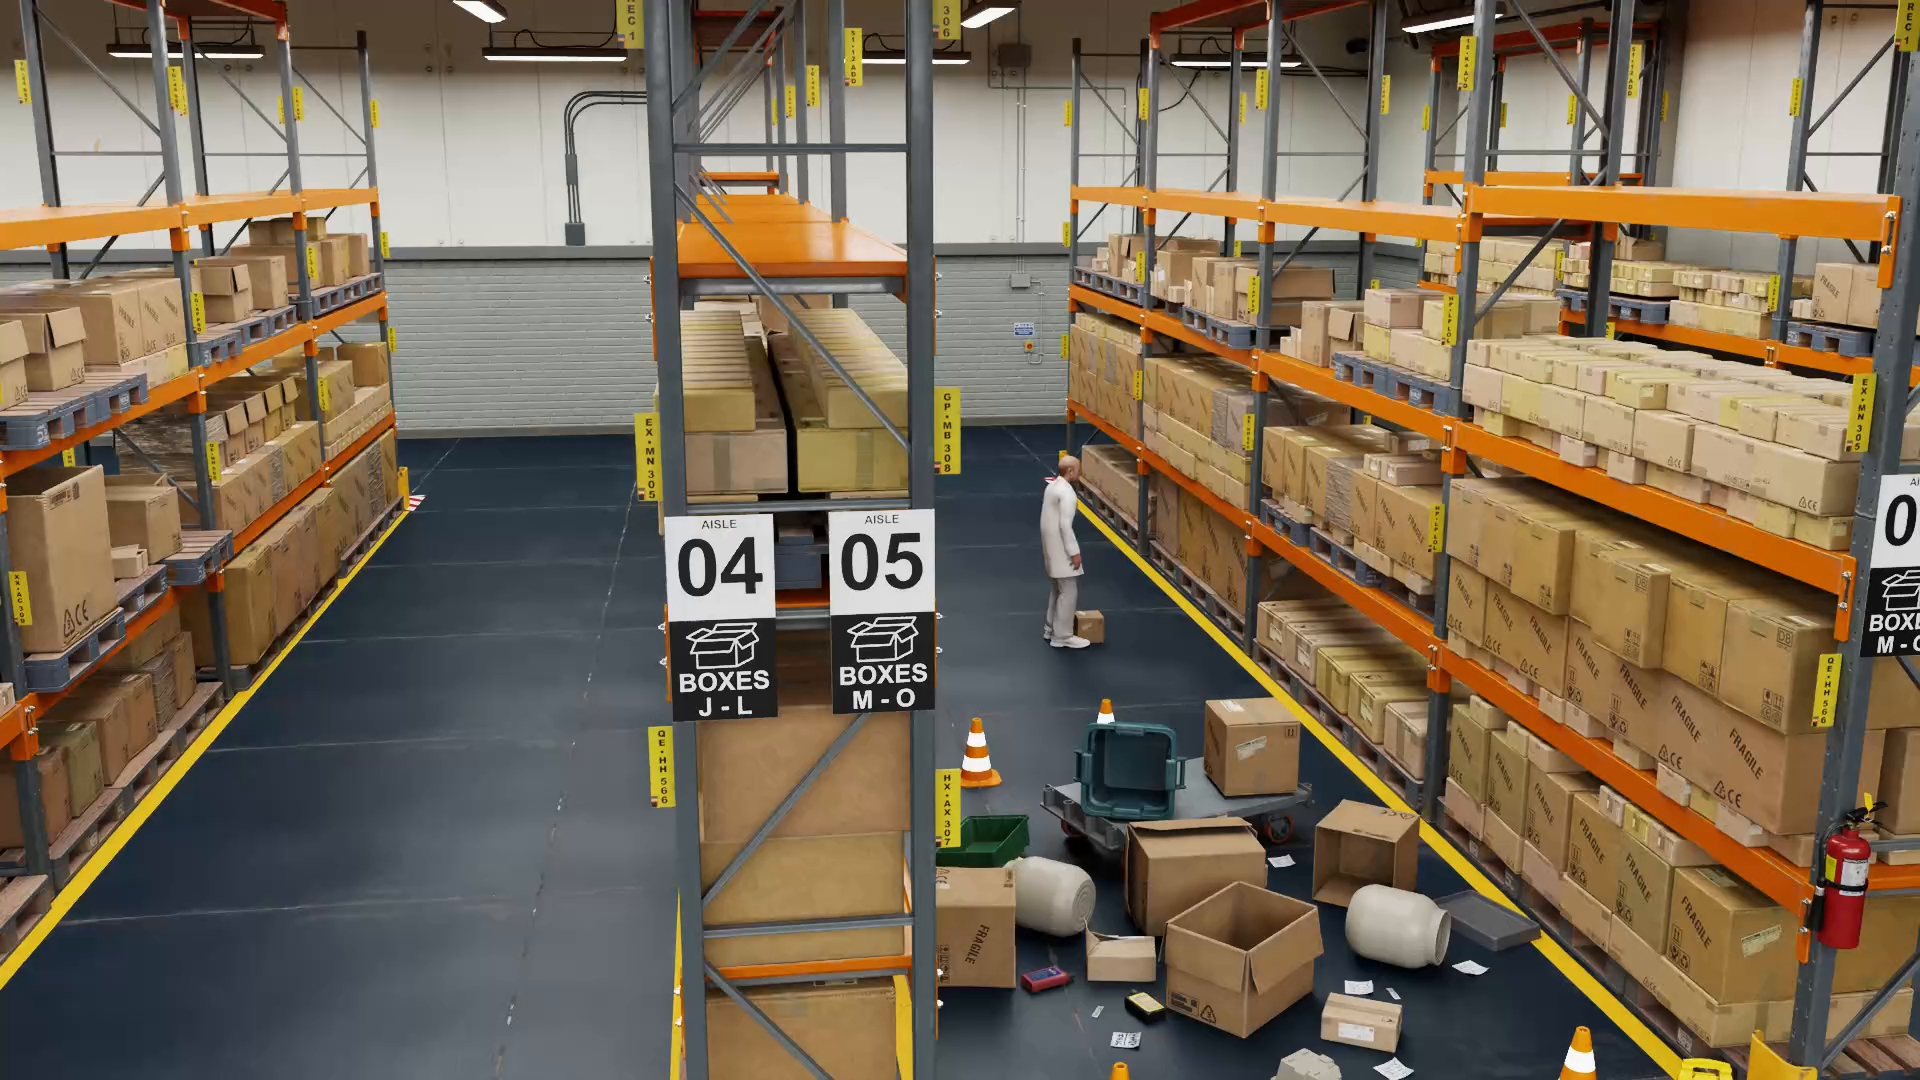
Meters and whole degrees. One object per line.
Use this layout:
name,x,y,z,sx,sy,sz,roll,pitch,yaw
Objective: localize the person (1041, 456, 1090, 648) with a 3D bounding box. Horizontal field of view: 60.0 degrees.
person,0.973,0.091,15.620,0.418,1.775,0.656,-2,13,-11
